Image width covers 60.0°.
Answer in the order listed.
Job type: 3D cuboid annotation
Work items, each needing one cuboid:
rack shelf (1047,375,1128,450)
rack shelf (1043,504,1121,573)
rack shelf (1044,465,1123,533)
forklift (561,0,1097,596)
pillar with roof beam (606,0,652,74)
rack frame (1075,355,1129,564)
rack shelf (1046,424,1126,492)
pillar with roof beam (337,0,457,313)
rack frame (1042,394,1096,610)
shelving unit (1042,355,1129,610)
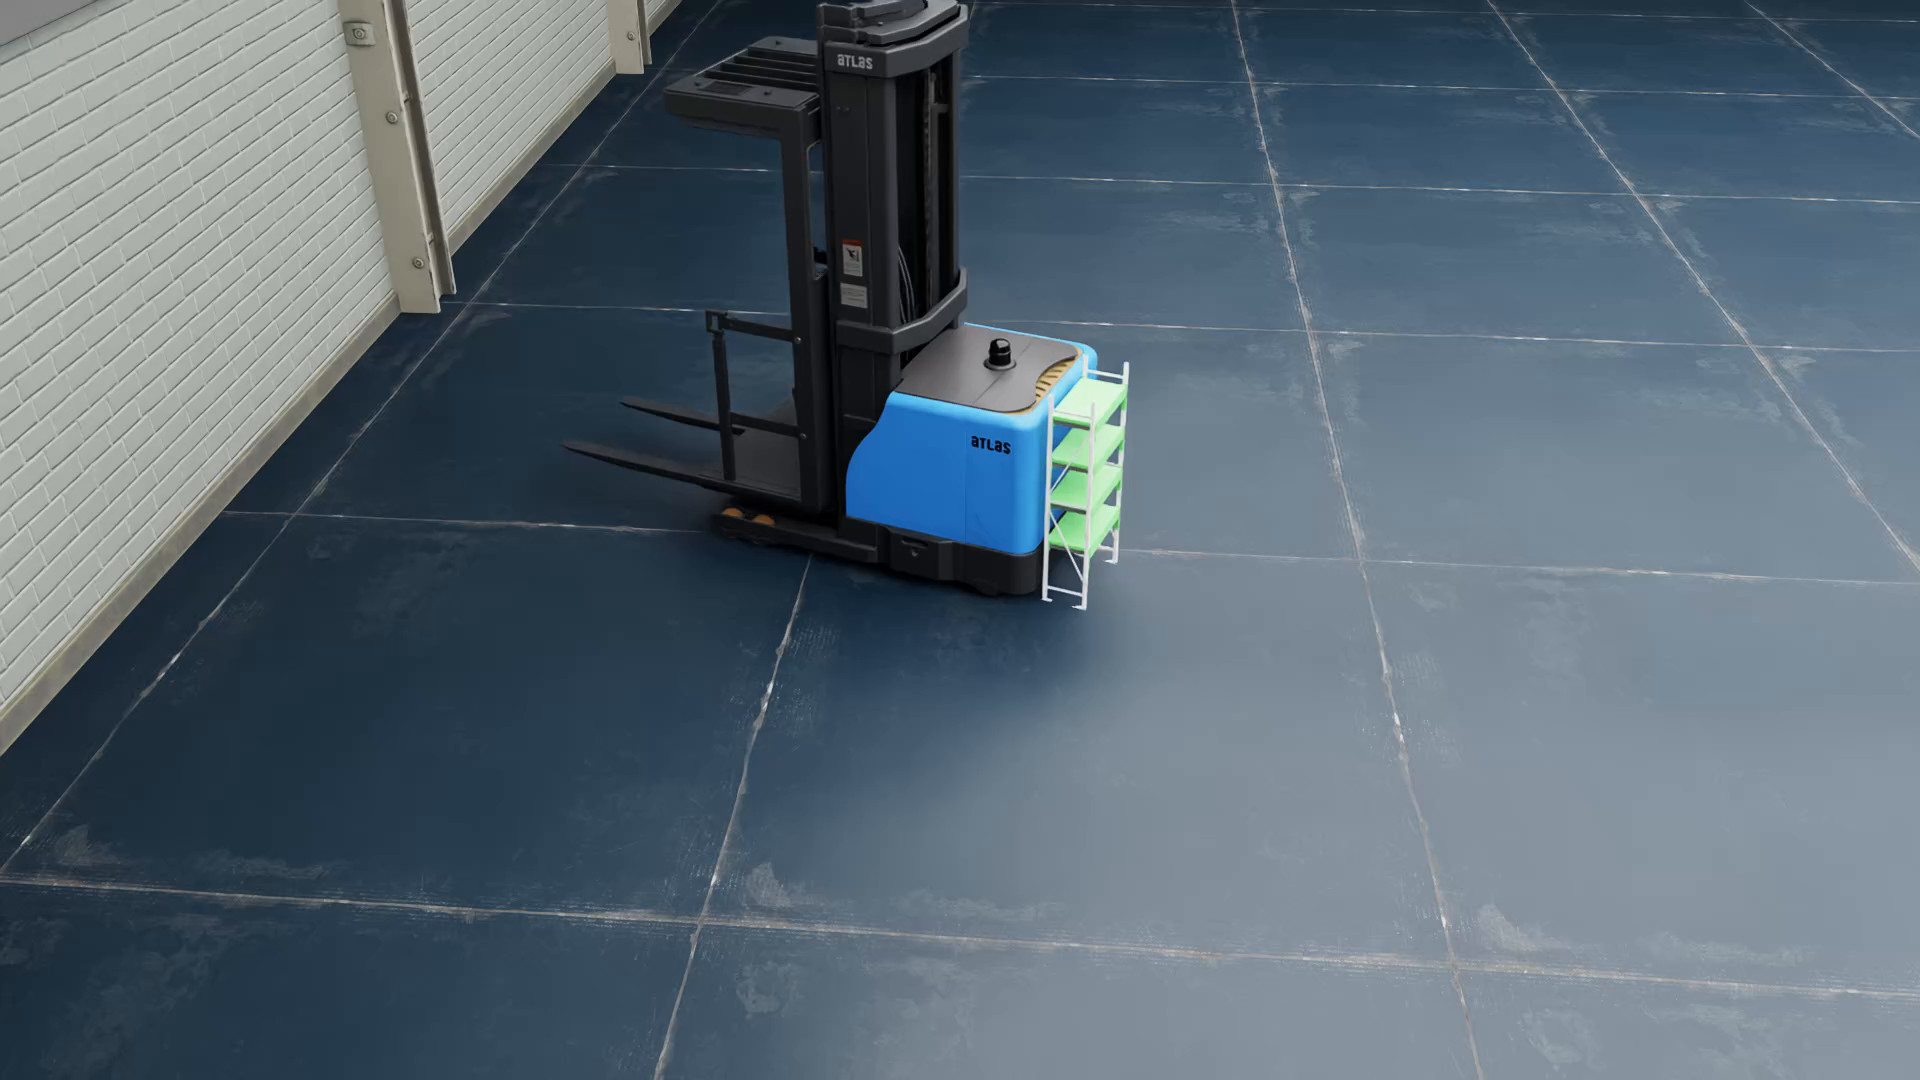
[{"bbox_3d":[0.644,-0.645,8.360,0.258,0.148,0.480,13,34,20],"label":"rack shelf"},{"bbox_3d":[0.643,-0.032,8.738,0.258,0.148,0.480,13,34,20],"label":"rack shelf"},{"bbox_3d":[0.643,-0.237,8.612,0.258,0.148,0.480,13,34,20],"label":"rack shelf"},{"bbox_3d":[-0.815,-1.455,8.817,3.031,2.935,1.130,13,34,20],"label":"forklift"},{"bbox_3d":[0.915,-8.513,14.487,9.100,9.000,0.400,2,32,4],"label":"pillar with roof beam"},{"bbox_3d":[0.742,-0.408,8.769,0.240,1.200,0.015,13,34,20],"label":"rack frame"},{"bbox_3d":[0.644,-0.441,8.486,0.258,0.148,0.480,13,34,20],"label":"rack shelf"},{"bbox_3d":[0.426,-5.376,9.396,9.100,9.000,0.400,2,32,4],"label":"pillar with roof beam"},{"bbox_3d":[0.545,-0.174,8.388,0.240,1.200,0.015,13,34,20],"label":"rack frame"},{"bbox_3d":[0.644,-0.291,8.579,0.258,1.200,0.503,13,34,20],"label":"shelving unit"}]
